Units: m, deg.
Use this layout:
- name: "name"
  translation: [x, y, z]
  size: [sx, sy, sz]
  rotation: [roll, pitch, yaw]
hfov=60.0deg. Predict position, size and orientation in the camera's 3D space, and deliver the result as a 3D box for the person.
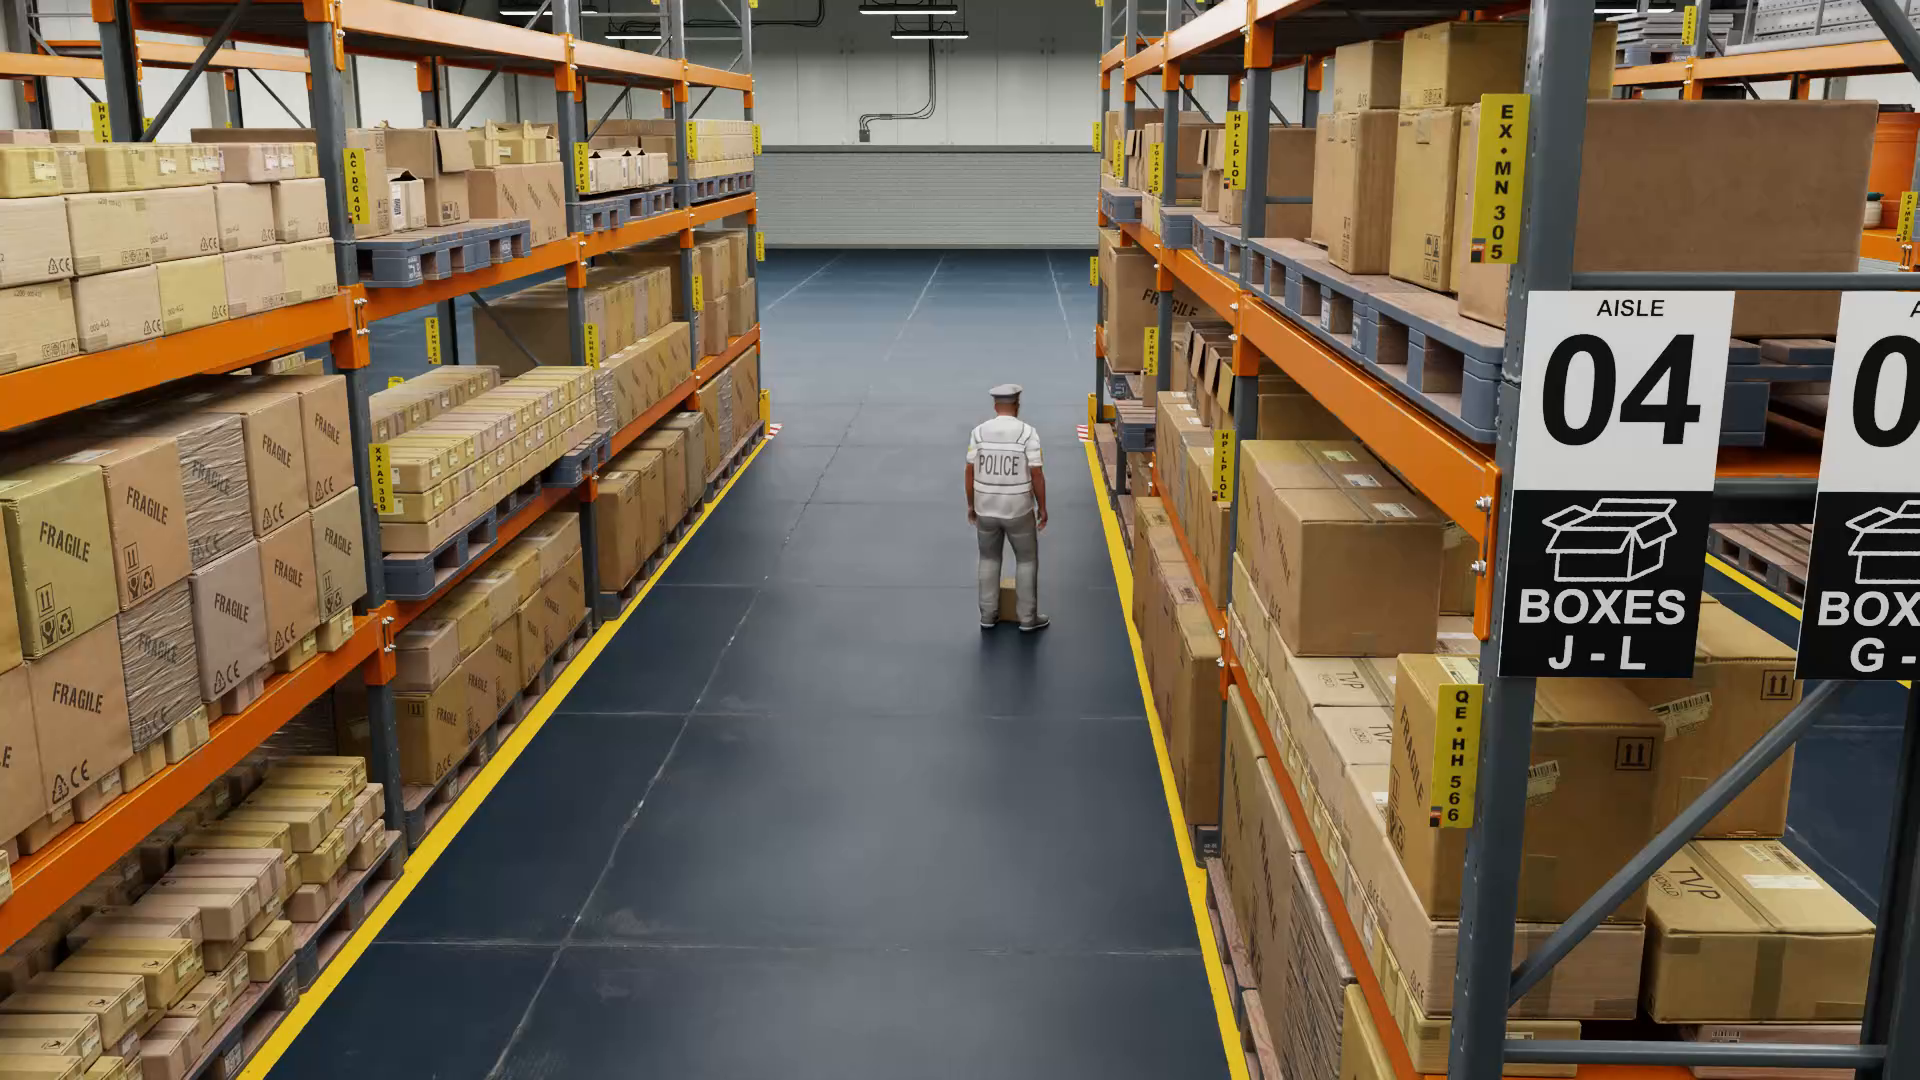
- name: "person"
  translation: [0.327, -0.220, 11.882]
  size: [0.594, 1.745, 0.434]
  rotation: [5, 15, 18]
